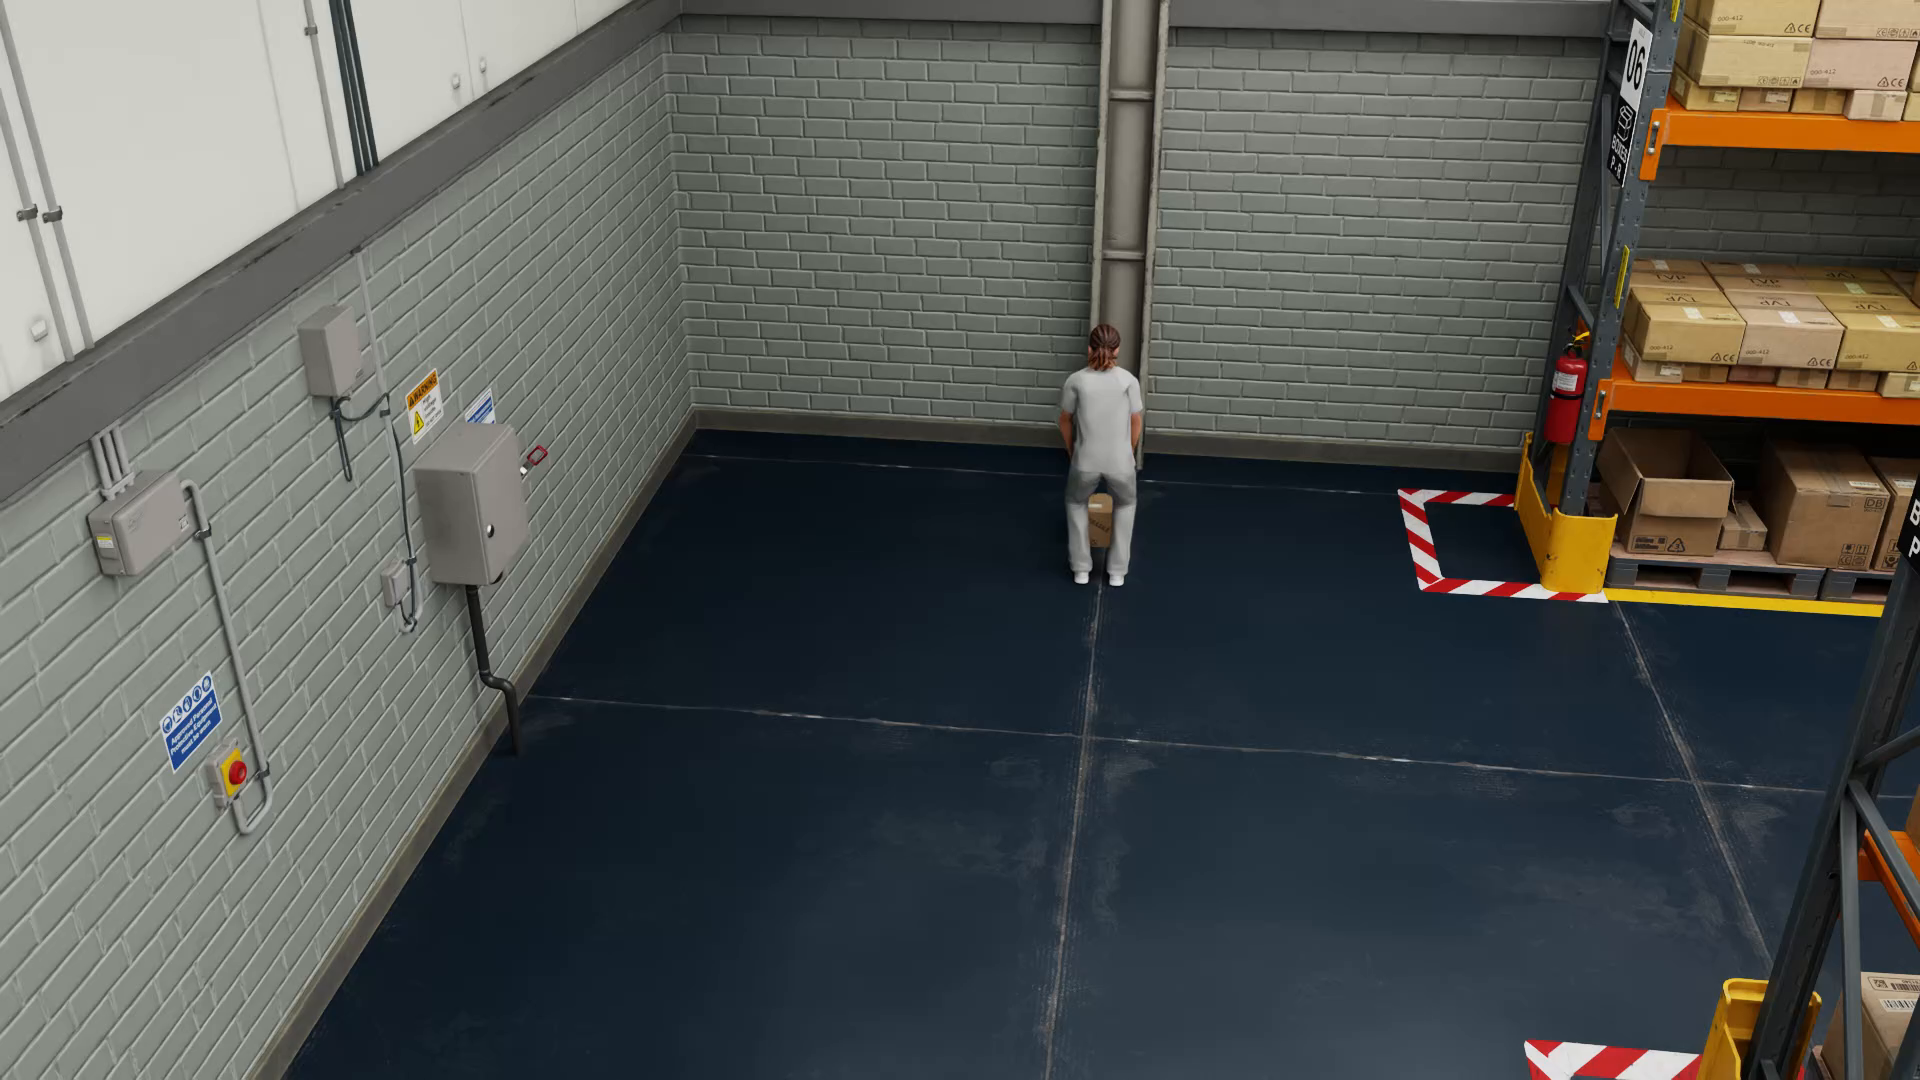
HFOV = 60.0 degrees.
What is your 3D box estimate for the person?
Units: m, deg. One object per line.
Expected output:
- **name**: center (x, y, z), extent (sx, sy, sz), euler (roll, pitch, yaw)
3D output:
- **person**: center (0.804, -0.477, 9.659), extent (0.480, 1.536, 0.511), euler (4, 29, 7)
